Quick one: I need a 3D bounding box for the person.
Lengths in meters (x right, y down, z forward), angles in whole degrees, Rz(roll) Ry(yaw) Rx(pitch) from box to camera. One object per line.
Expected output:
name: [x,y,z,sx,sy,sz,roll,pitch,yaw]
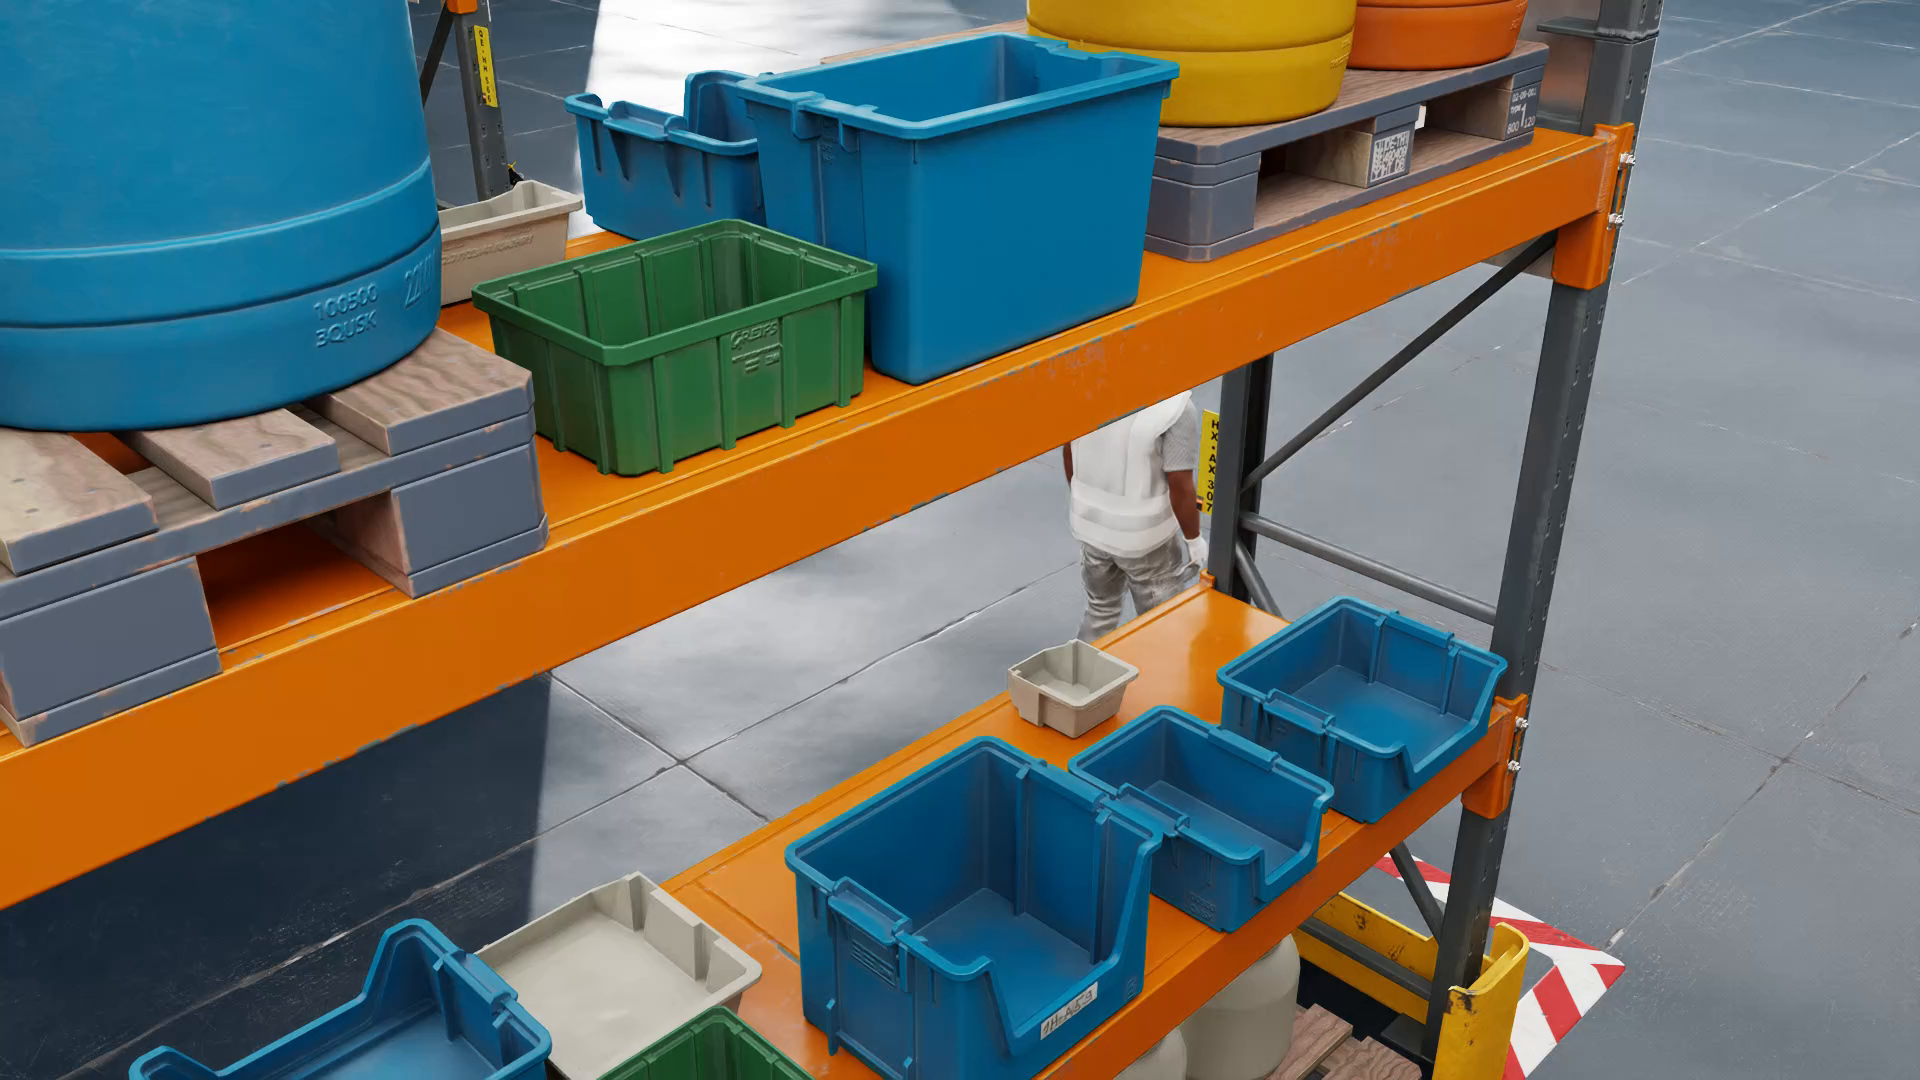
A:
person: [0.652,-0.059,6.223,0.614,1.773,0.449,24,36,38]
